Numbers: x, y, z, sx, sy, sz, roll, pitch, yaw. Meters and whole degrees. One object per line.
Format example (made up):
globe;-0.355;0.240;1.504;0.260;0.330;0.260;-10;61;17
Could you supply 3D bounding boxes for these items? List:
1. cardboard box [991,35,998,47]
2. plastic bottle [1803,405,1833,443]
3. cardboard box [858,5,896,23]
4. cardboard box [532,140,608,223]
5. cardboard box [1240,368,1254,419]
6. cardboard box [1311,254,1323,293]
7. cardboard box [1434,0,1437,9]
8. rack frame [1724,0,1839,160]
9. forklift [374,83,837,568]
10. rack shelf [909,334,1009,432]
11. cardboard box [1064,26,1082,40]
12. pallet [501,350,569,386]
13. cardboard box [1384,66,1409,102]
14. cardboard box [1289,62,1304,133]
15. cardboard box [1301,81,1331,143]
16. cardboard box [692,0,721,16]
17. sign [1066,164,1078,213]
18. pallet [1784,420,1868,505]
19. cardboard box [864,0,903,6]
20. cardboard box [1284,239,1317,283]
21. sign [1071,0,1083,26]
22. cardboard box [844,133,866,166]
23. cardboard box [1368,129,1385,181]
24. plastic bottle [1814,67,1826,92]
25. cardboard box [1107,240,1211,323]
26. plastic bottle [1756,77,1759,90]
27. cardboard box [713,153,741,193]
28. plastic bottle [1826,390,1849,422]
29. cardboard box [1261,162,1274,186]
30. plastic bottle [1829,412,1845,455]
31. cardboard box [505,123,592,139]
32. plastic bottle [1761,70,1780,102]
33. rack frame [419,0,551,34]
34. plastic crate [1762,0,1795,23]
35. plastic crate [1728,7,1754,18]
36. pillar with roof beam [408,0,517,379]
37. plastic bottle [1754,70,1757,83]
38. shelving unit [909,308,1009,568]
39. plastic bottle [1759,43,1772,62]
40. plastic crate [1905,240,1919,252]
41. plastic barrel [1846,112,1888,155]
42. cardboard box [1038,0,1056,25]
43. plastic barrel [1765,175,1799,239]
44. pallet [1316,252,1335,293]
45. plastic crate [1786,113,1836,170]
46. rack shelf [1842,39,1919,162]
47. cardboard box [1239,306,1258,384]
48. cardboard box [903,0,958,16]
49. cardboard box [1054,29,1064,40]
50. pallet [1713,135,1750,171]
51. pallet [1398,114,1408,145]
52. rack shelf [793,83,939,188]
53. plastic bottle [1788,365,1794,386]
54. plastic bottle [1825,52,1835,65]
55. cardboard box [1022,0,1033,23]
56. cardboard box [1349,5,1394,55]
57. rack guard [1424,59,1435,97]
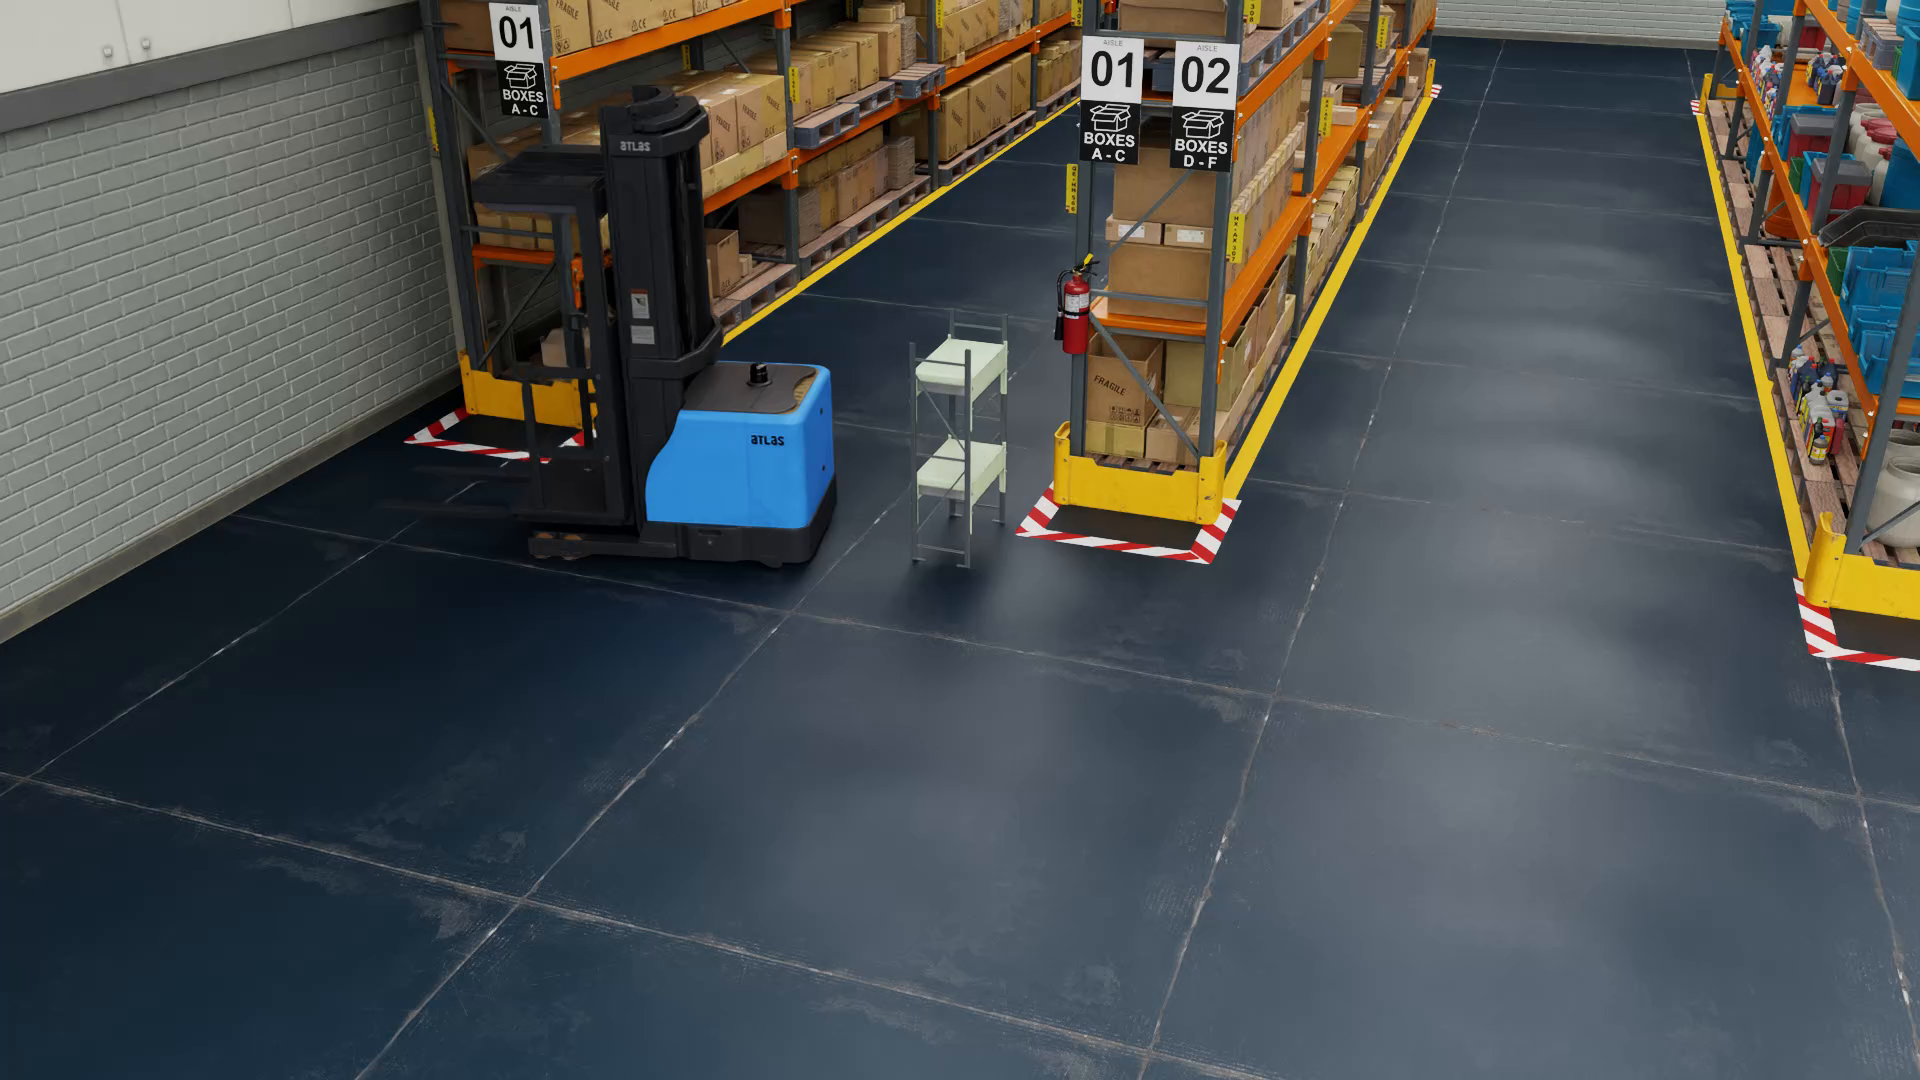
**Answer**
cardboard box;0.271;-6.460;21.416;0.380;0.149;0.250;8;27;16
plastic bottle;6.284;-0.839;12.162;0.152;0.276;0.135;8;27;16
cardboard box;-0.930;-5.871;18.569;0.380;0.149;0.250;4;26;9
cardboard box;-2.970;-2.760;12.798;0.500;0.500;0.500;9;27;18
cardboard box;1.978;-1.163;12.883;0.500;0.250;0.500;9;27;17
cardboard box;3.131;-2.547;15.741;0.500;0.250;0.500;9;27;19
cardboard box;6.692;-8.009;24.234;0.500;0.500;0.500;10;27;19
rack frame;9.923;-5.823;19.835;1.000;3.000;0.127;9;27;17
forklift;-2.414;-1.409;10.797;3.031;2.935;1.130;3;26;7
rack shelf;-0.002;-1.024;10.747;0.431;0.370;0.720;9;27;17
cardboard box;1.818;-7.773;25.505;0.380;0.149;0.250;9;27;19
pallet;-3.083;-1.434;13.969;1.003;0.211;1.213;9;27;17
cardboard box;5.874;-6.391;23.367;0.797;0.503;0.637;9;27;17
cardboard box;2.450;-3.701;13.849;0.700;0.500;0.500;9;27;18
cardboard box;3.380;-4.253;16.476;0.500;0.500;0.500;7;27;15
cardboard box;-2.345;-4.694;13.923;0.500;0.500;0.500;8;27;15
sign;0.753;-2.324;11.008;0.100;0.325;0.005;9;27;17
pallet;6.594;-0.508;12.057;1.003;0.211;1.213;9;27;17
cardboard box;-0.844;-6.366;19.616;0.500;0.250;0.500;10;27;19
cardboard box;2.964;-2.593;15.194;0.500;0.311;0.500;9;27;18
sign;0.753;-3.409;10.482;0.100;0.325;0.005;9;27;17
cardboard box;-1.356;-4.286;18.163;0.500;0.250;0.500;9;27;17
cardboard box;4.684;-4.539;19.547;0.500;0.500;0.500;8;27;17
plastic bottle;9.639;-5.154;18.601;0.097;0.271;0.097;0;26;0
cardboard box;1.428;-1.847;11.508;0.700;0.500;0.500;9;27;17
plastic bottle;9.038;-5.175;18.724;0.097;0.201;0.097;0;26;0
cardboard box;-2.279;-3.263;14.696;0.500;0.250;0.500;9;27;17
plastic bottle;6.545;-0.973;12.438;0.152;0.276;0.135;9;27;17
cardboard box;2.193;-2.819;12.771;0.380;0.149;0.250;10;27;19
plastic bottle;6.338;-0.770;12.011;0.061;0.283;0.133;9;27;17
cardboard box;-3.279;-3.038;13.371;0.500;0.500;0.500;9;27;18
plastic bottle;8.797;-4.915;18.015;0.144;0.351;0.185;9;27;17
rack frame;-3.412;-5.029;11.310;1.000;3.000;0.127;9;27;17
plastic crate;11.319;-7.345;22.870;0.616;0.435;0.499;9;27;17
plastic crate;10.643;-7.095;22.584;0.416;0.233;0.300;9;27;17
pillar with roof beam;0.065;-4.818;10.874;9.100;9.000;0.400;9;27;17
plastic bottle;9.159;-5.325;19.034;0.097;0.201;0.097;0;26;0
shelving unit;-0.002;-0.672;10.917;0.431;1.500;0.755;9;27;17
plastic bottle;9.487;-5.687;19.610;0.144;0.351;0.185;9;27;17
plastic crate;7.149;-1.975;12.057;0.499;0.251;0.616;9;27;17
plastic barrel;8.311;-3.603;15.121;0.421;0.512;0.421;0;26;0
cardboard box;0.777;-7.616;23.193;0.980;0.700;0.700;9;27;18
plastic barrel;8.739;-3.595;17.242;0.600;0.830;0.708;9;27;17
pallet;3.204;-2.812;16.816;1.003;0.211;1.213;9;27;17
plastic crate;7.766;-3.589;15.147;0.402;0.464;0.583;9;27;17
rack shelf;6.596;-2.740;10.851;1.077;0.370;4.000;9;27;17
cardboard box;1.967;-1.502;12.723;0.500;0.500;0.500;9;27;17
cardboard box;-0.346;-6.303;19.486;0.500;0.250;0.500;9;27;19
cardboard box;1.375;-7.727;25.409;0.380;0.149;0.250;9;27;18
pallet;10.131;-4.876;21.079;1.003;0.211;1.213;9;27;17
pallet;5.483;-5.570;22.513;1.003;0.211;1.213;9;27;17
rack shelf;-1.416;-4.471;17.867;1.077;0.370;4.000;9;27;17
plastic bottle;6.674;-1.323;13.248;0.097;0.201;0.097;0;26;0
plastic bottle;9.926;-5.376;18.968;0.144;0.351;0.185;9;27;17
cardboard box;0.665;-7.222;22.244;0.500;0.500;0.500;8;27;17
cardboard box;4.724;-6.042;19.691;0.700;0.500;0.500;2;26;4
rack guard;6.559;-7.031;25.198;1.175;0.500;0.348;9;27;17
